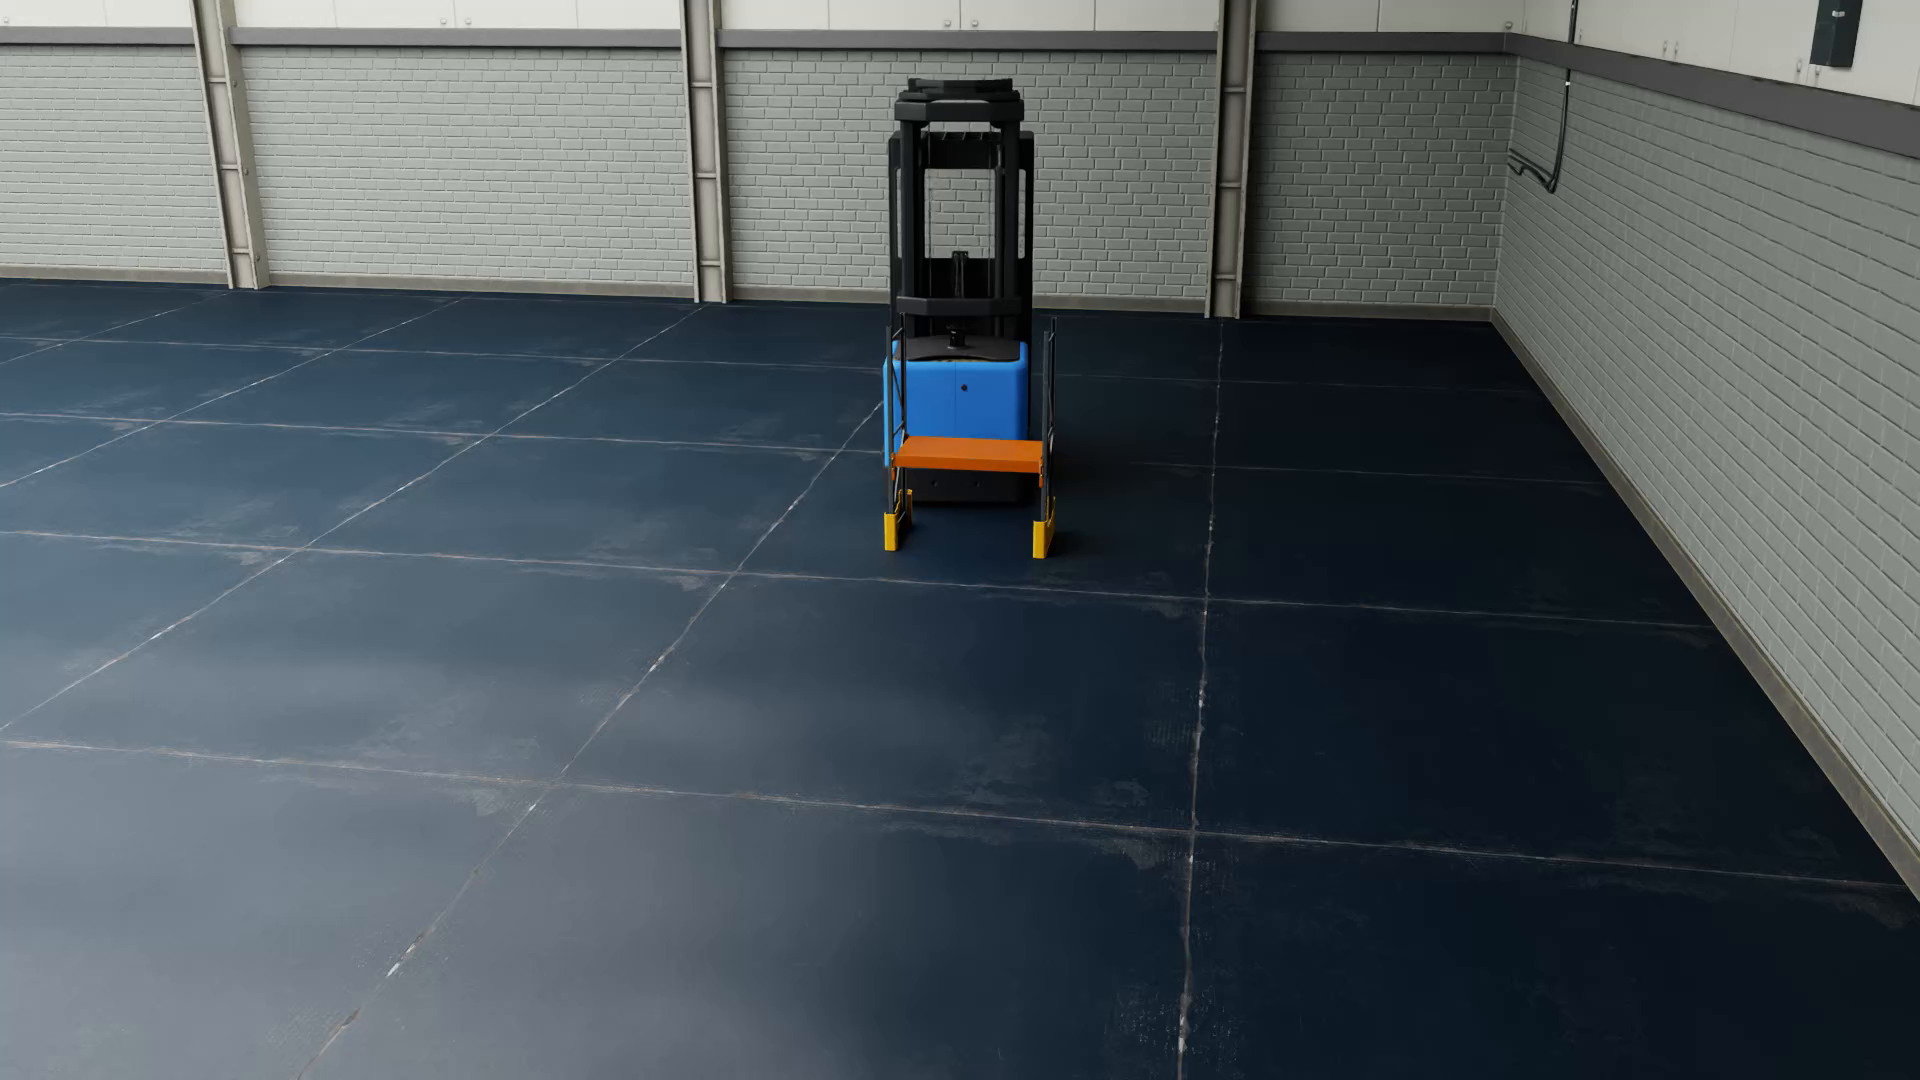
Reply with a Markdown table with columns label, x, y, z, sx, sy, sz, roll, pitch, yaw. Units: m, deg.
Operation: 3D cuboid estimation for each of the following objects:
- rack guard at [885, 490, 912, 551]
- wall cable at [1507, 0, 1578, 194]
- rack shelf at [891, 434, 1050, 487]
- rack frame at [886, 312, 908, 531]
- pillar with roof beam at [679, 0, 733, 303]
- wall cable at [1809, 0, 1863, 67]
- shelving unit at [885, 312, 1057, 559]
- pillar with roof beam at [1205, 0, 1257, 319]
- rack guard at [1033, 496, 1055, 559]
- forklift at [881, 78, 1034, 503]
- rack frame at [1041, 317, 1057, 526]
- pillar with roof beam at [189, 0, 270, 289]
| label | x | y | z | sx | sy | sz | roll | pitch | yaw |
| --- | --- | --- | --- | --- | --- | --- | --- | --- | --- |
| rack guard | -0.416 | -0.140 | 11.327 | 0.087 | 0.250 | 0.587 | 3 | 19 | 9 |
| wall cable | 5.690 | -4.790 | 16.331 | 0.112 | 2.526 | 3.097 | 3 | 19 | 9 |
| rack shelf | 0.084 | -0.536 | 11.109 | 1.000 | 0.185 | 0.538 | 3 | 19 | 9 |
| rack frame | -0.418 | -0.733 | 11.129 | 0.032 | 1.500 | 0.500 | 3 | 19 | 9 |
| pillar with roof beam | -3.616 | -5.779 | 14.392 | 0.400 | 9.000 | 9.100 | 3 | 19 | 9 |
| wall cable | 4.168 | -4.902 | 6.413 | 0.169 | 6.003 | 2.305 | 3 | 19 | 9 |
| shelving unit | 0.075 | -0.707 | 11.054 | 1.083 | 1.500 | 0.587 | 3 | 19 | 9 |
| pillar with roof beam | 2.308 | -5.477 | 13.489 | 0.400 | 9.000 | 9.100 | 3 | 19 | 9 |
| rack guard | 0.567 | -0.090 | 11.177 | 0.087 | 0.250 | 0.587 | 3 | 19 | 9 |
| forklift | 0.017 | -2.071 | 12.874 | 1.130 | 2.935 | 3.031 | 1 | 19 | 2 |
| rack frame | 0.586 | -0.681 | 10.976 | 0.032 | 1.500 | 0.500 | 3 | 19 | 9 |
| pillar with roof beam | -9.540 | -6.081 | 15.294 | 0.400 | 9.000 | 9.100 | 3 | 19 | 9 |
